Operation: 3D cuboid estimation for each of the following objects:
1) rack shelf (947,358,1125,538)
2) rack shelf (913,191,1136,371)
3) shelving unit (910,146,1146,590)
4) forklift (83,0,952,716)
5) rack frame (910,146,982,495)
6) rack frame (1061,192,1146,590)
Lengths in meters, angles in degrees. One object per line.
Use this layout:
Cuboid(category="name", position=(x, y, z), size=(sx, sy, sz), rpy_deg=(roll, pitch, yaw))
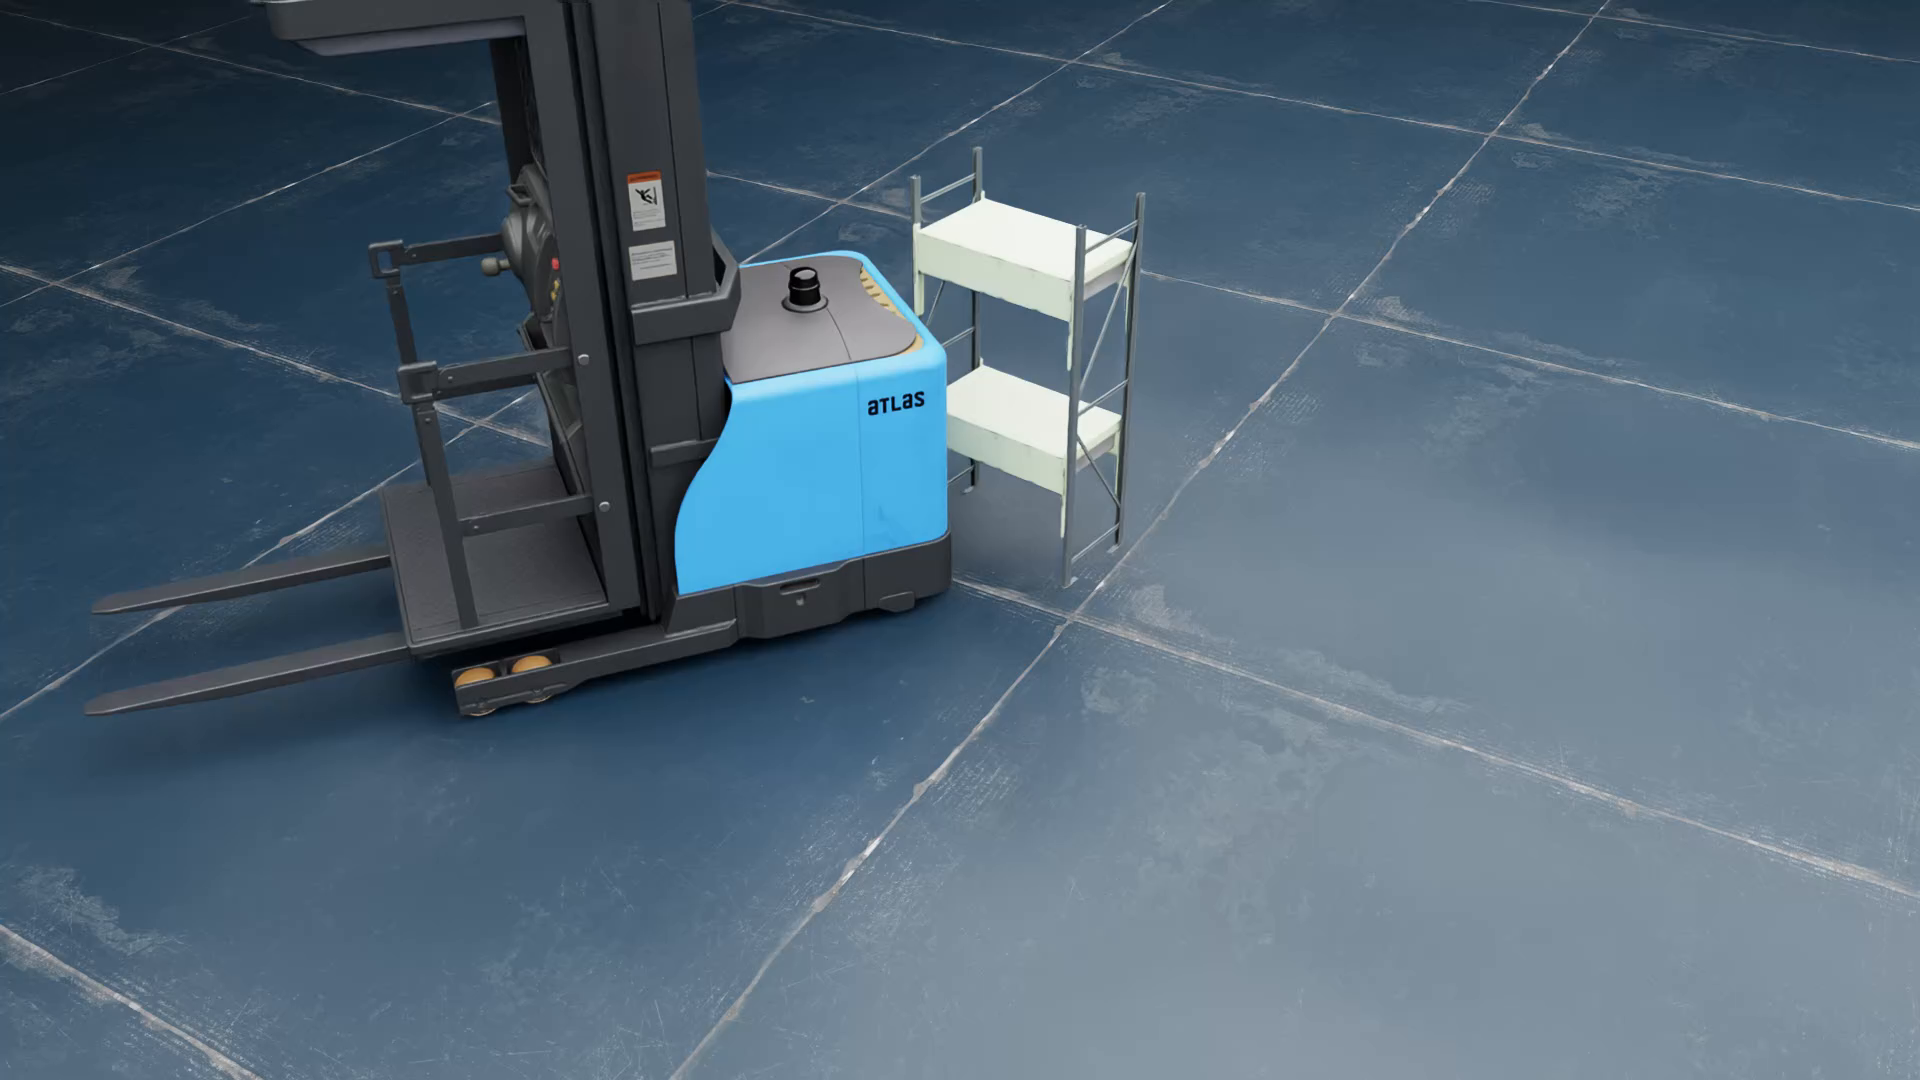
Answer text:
Cuboid(category="rack shelf", position=(0.238, -0.374, 6.547), size=(0.720, 0.370, 0.431), rpy_deg=(24, 40, 31))
Cuboid(category="rack shelf", position=(0.238, -0.970, 6.150), size=(0.720, 0.370, 0.431), rpy_deg=(24, 40, 31))
Cuboid(category="shelving unit", position=(0.238, -0.646, 6.366), size=(0.755, 1.500, 0.431), rpy_deg=(24, 40, 31))
Cuboid(category="forklift", position=(-1.603, -0.937, 5.513), size=(3.031, 2.935, 1.130), rpy_deg=(-12, 36, -18))
Cuboid(category="rack frame", position=(-0.049, -0.772, 6.555), size=(0.023, 1.500, 0.400), rpy_deg=(24, 40, 31))
Cuboid(category="rack frame", position=(0.525, -0.520, 6.177), size=(0.023, 1.500, 0.400), rpy_deg=(24, 40, 31))
